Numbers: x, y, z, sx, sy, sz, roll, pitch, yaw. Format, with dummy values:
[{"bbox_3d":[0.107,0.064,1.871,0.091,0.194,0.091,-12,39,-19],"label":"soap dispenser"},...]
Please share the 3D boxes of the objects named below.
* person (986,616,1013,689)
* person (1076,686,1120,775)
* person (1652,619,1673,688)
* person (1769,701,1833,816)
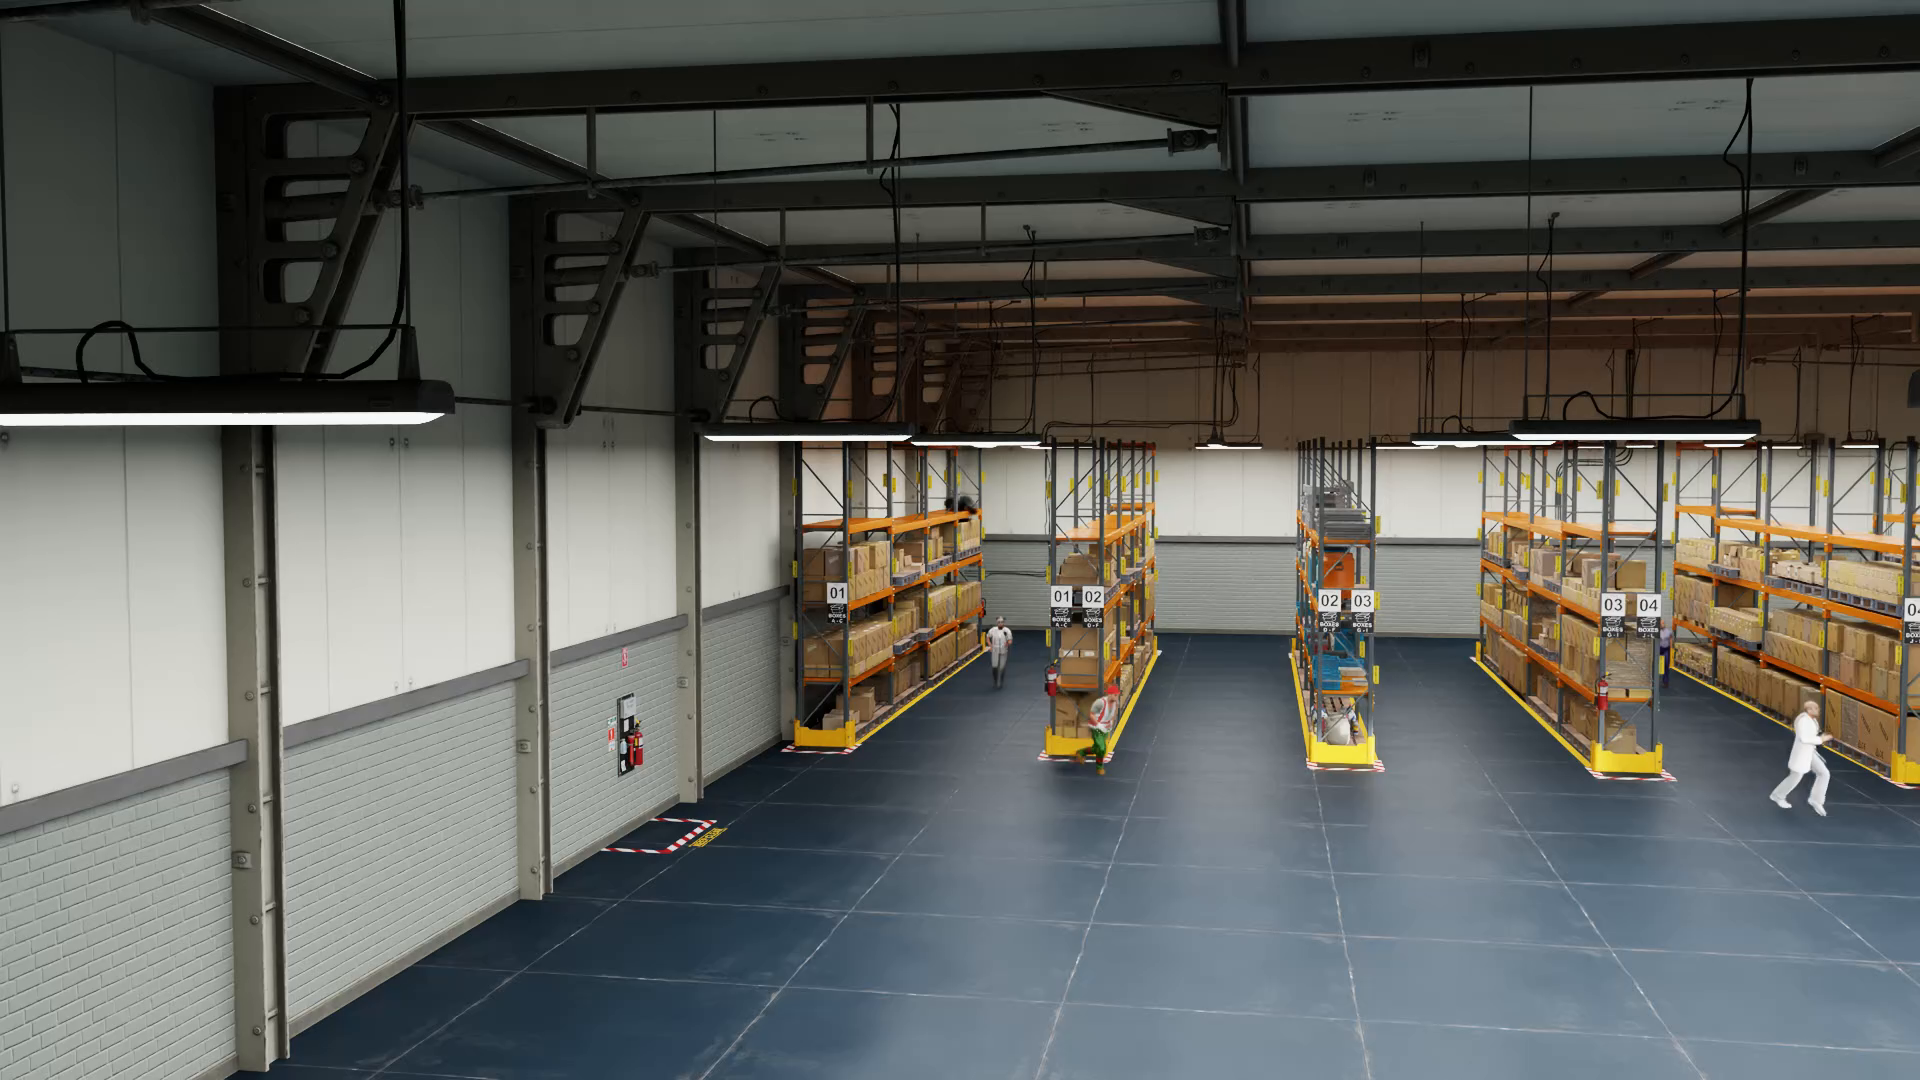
[{"bbox_3d":[0.959,2.723,40.236,0.634,1.770,0.677,0,3,-2],"label":"person"},{"bbox_3d":[2.478,3.366,29.628,0.661,1.624,1.016,-3,4,-42],"label":"person"},{"bbox_3d":[17.112,2.749,40.580,0.607,1.610,0.941,1,3,13],"label":"person"},{"bbox_3d":[13.349,3.448,26.381,0.933,1.826,0.746,3,4,45],"label":"person"}]
